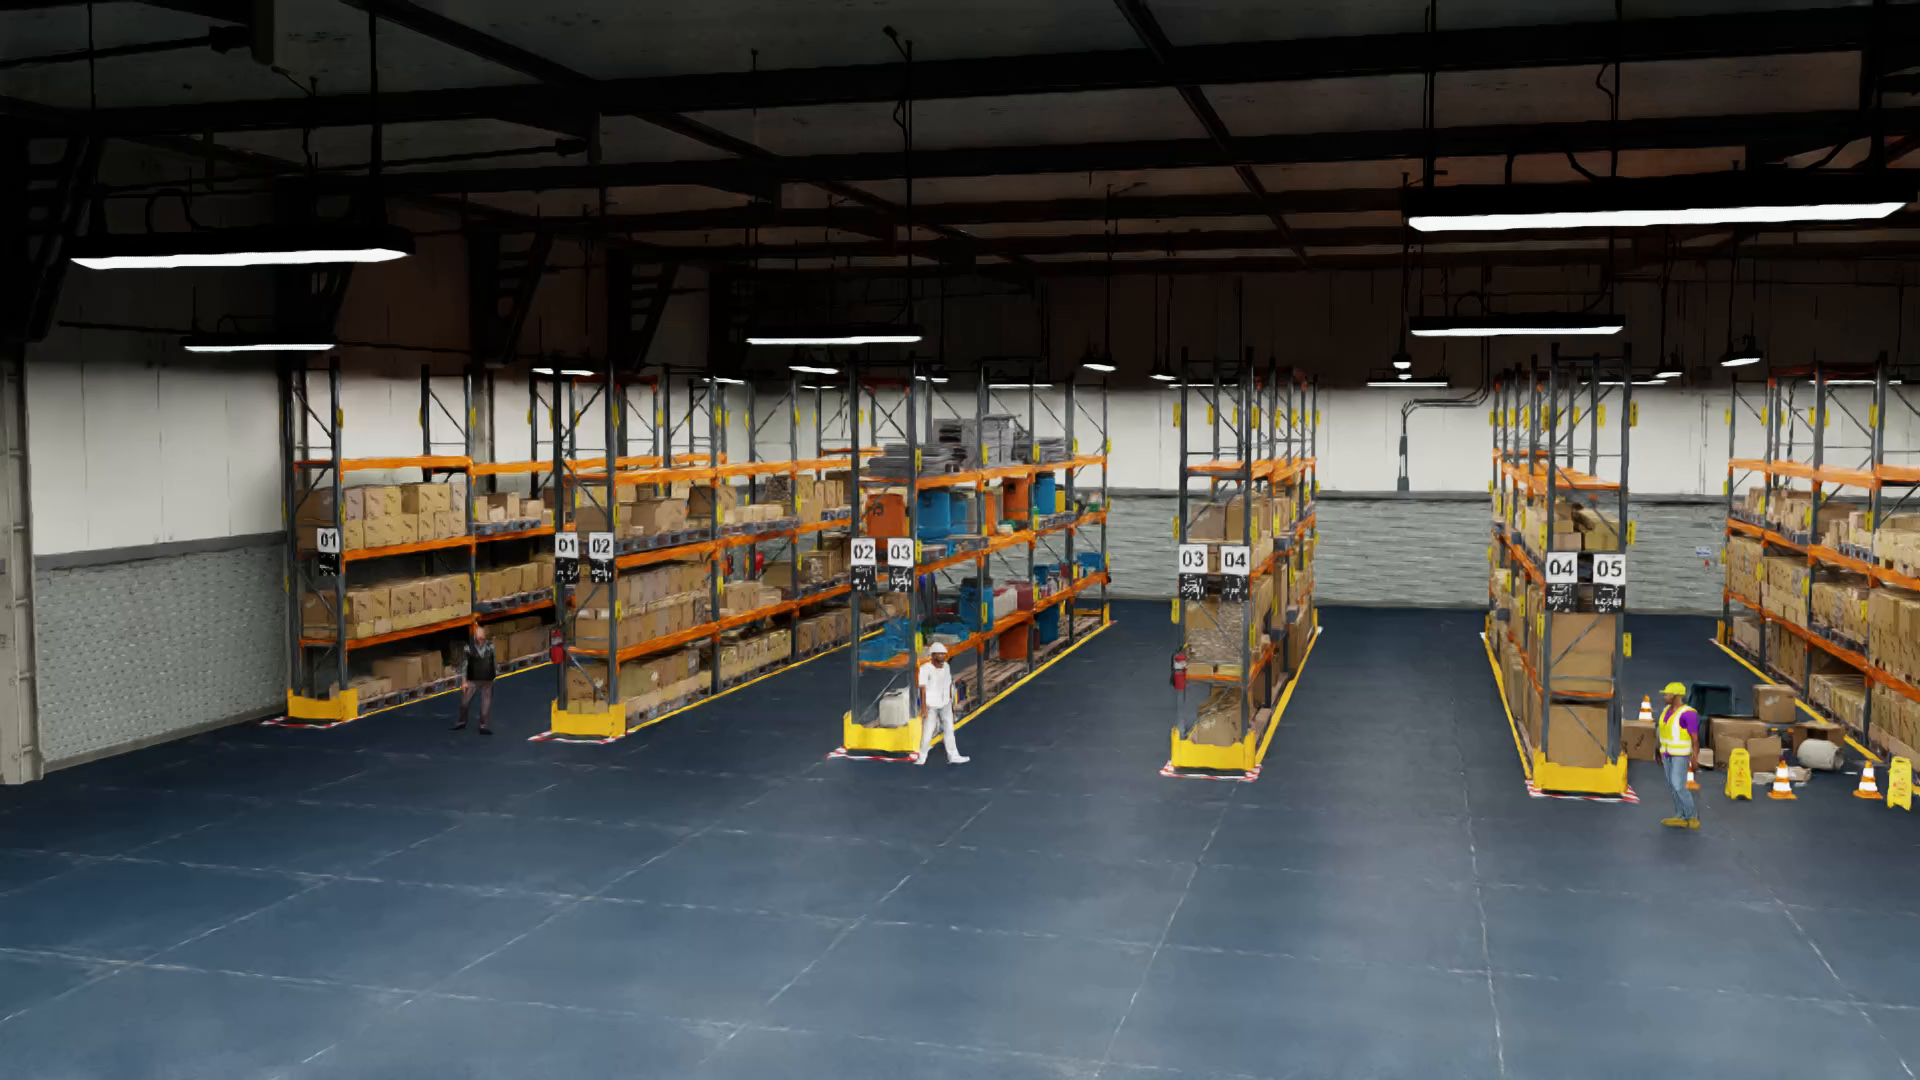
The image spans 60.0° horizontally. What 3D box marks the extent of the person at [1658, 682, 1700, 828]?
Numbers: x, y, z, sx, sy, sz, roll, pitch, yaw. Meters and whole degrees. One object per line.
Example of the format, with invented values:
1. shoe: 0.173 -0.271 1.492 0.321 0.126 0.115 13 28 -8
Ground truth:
1. person: 8.796 2.620 20.331 0.398 1.760 0.652 -1 4 -14

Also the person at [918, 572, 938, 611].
1. person: -0.798 1.279 39.782 0.447 1.574 1.088 1 4 17

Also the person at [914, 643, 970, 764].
1. person: -0.294 2.350 23.979 0.732 1.758 0.535 -3 5 -37

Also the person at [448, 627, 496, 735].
1. person: -7.701 2.223 26.252 0.728 1.713 0.517 -2 5 -27

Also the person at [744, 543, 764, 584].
1. person: -5.480 0.908 44.427 0.585 1.679 0.974 -1 4 -8
